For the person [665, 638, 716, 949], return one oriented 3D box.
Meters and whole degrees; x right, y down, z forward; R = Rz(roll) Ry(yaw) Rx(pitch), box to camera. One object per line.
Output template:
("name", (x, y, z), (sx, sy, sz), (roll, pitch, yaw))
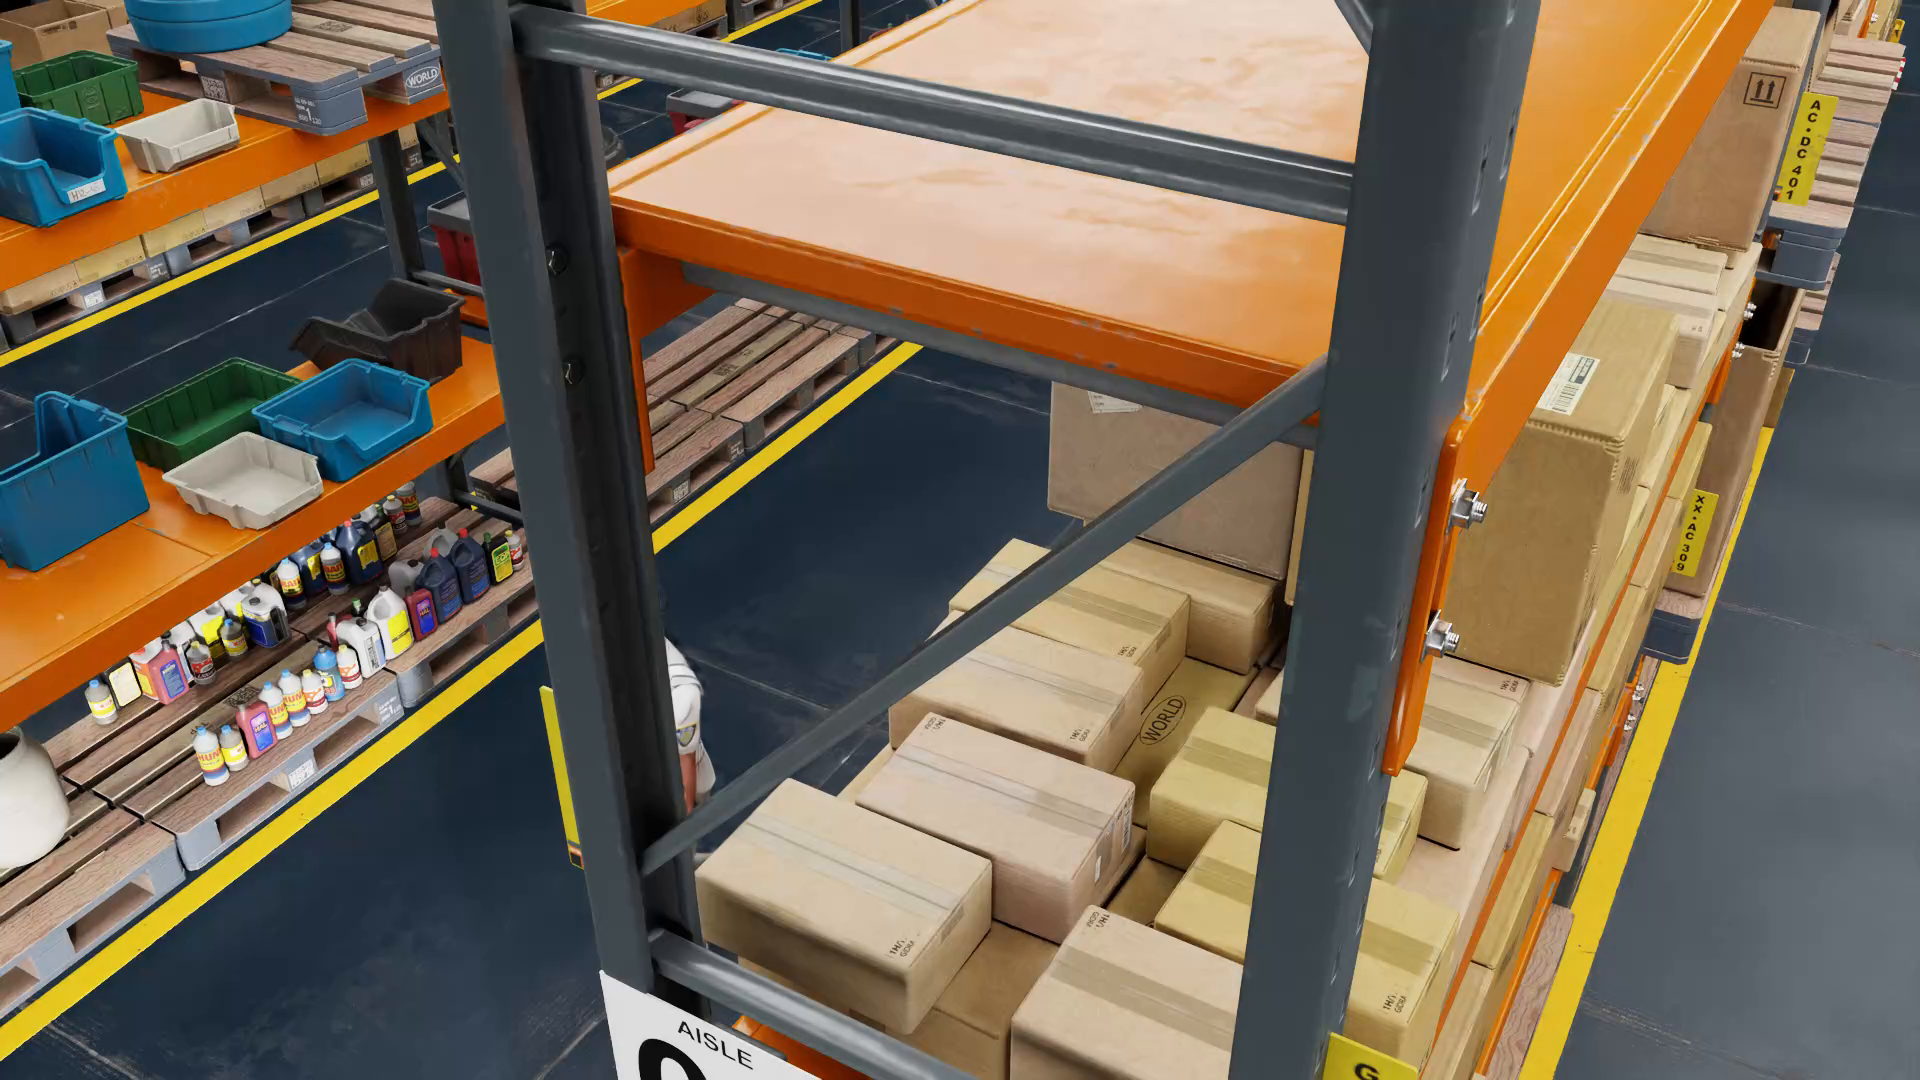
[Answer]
("person", (-1.097, 0.876, 6.059), (0.521, 1.746, 0.557), (-27, 42, -34))
